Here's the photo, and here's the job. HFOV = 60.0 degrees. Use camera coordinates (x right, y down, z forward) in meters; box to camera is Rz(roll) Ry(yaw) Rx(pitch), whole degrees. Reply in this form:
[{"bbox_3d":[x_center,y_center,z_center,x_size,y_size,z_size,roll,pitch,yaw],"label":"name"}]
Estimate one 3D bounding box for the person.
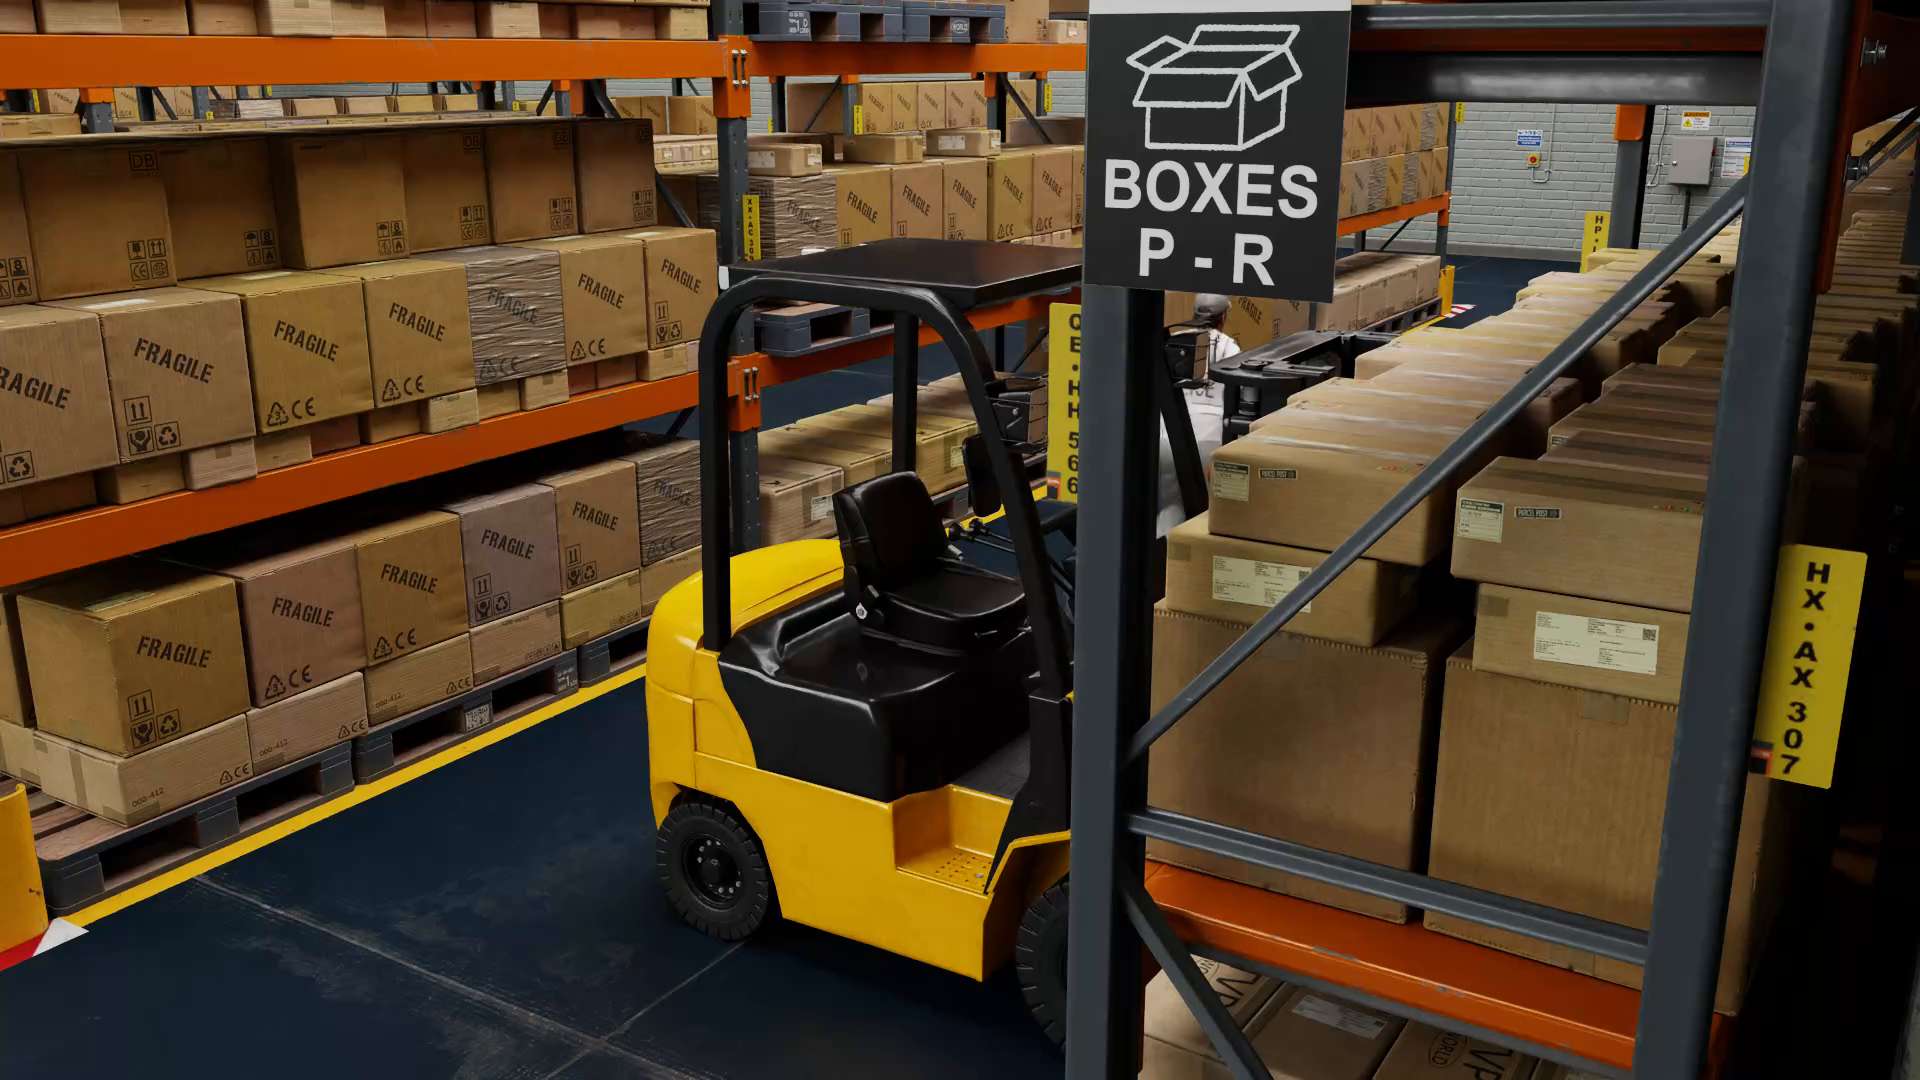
[{"bbox_3d":[1.192,-0.512,8.509,0.578,1.547,0.598,9,19,29],"label":"person"}]
